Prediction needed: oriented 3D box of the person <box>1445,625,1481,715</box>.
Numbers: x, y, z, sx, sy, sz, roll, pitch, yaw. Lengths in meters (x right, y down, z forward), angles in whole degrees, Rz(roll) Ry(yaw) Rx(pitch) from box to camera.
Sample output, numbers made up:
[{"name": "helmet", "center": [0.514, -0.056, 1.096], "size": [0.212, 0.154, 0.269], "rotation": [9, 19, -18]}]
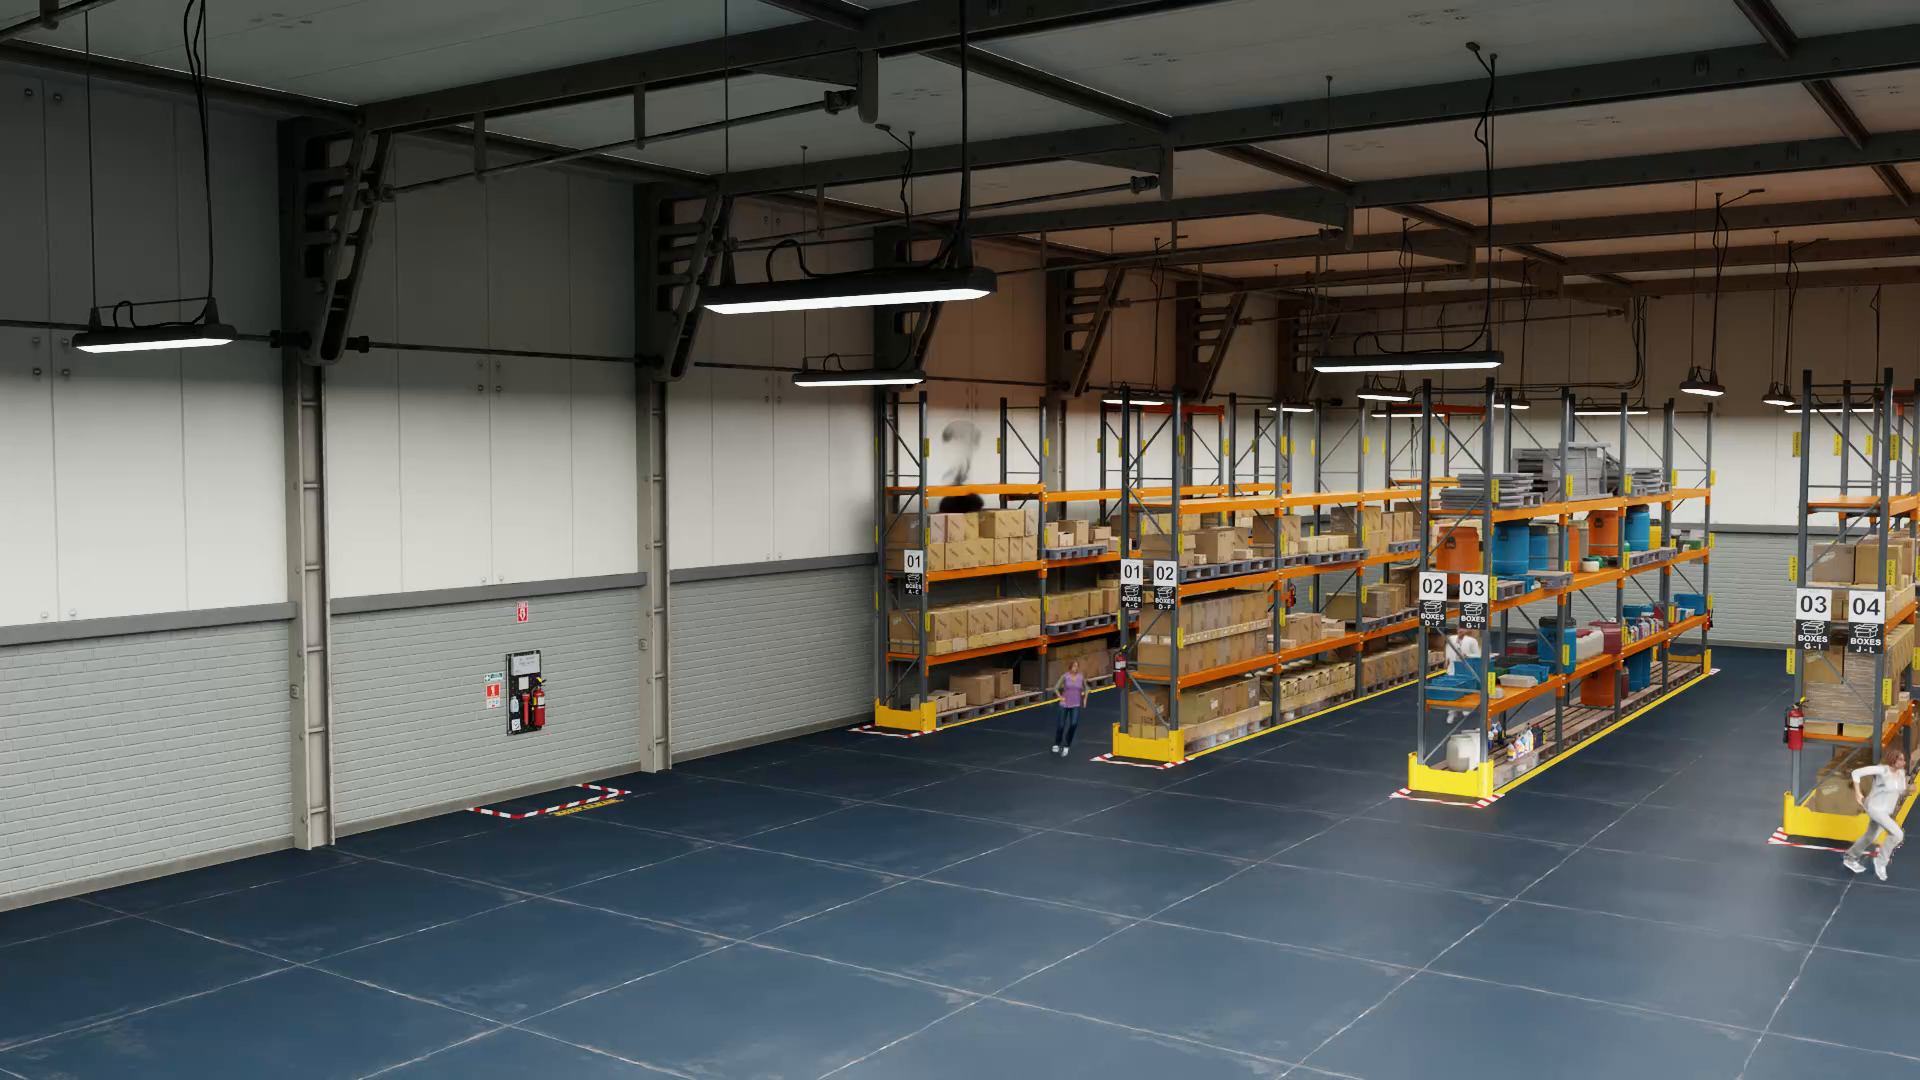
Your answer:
[{"name": "person", "center": [9.189, 2.346, 30.458], "size": [0.704, 1.676, 0.887], "rotation": [2, 4, 33]}]

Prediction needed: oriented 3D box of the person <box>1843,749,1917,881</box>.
[{"name": "person", "center": [10.613, 3.143, 19.210], "size": [0.527, 1.531, 0.842], "rotation": [-2, 4, -29]}]

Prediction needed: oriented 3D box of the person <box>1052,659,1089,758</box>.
[{"name": "person", "center": [1.806, 2.723, 27.011], "size": [0.601, 1.582, 0.611], "rotation": [0, 3, -1]}]
